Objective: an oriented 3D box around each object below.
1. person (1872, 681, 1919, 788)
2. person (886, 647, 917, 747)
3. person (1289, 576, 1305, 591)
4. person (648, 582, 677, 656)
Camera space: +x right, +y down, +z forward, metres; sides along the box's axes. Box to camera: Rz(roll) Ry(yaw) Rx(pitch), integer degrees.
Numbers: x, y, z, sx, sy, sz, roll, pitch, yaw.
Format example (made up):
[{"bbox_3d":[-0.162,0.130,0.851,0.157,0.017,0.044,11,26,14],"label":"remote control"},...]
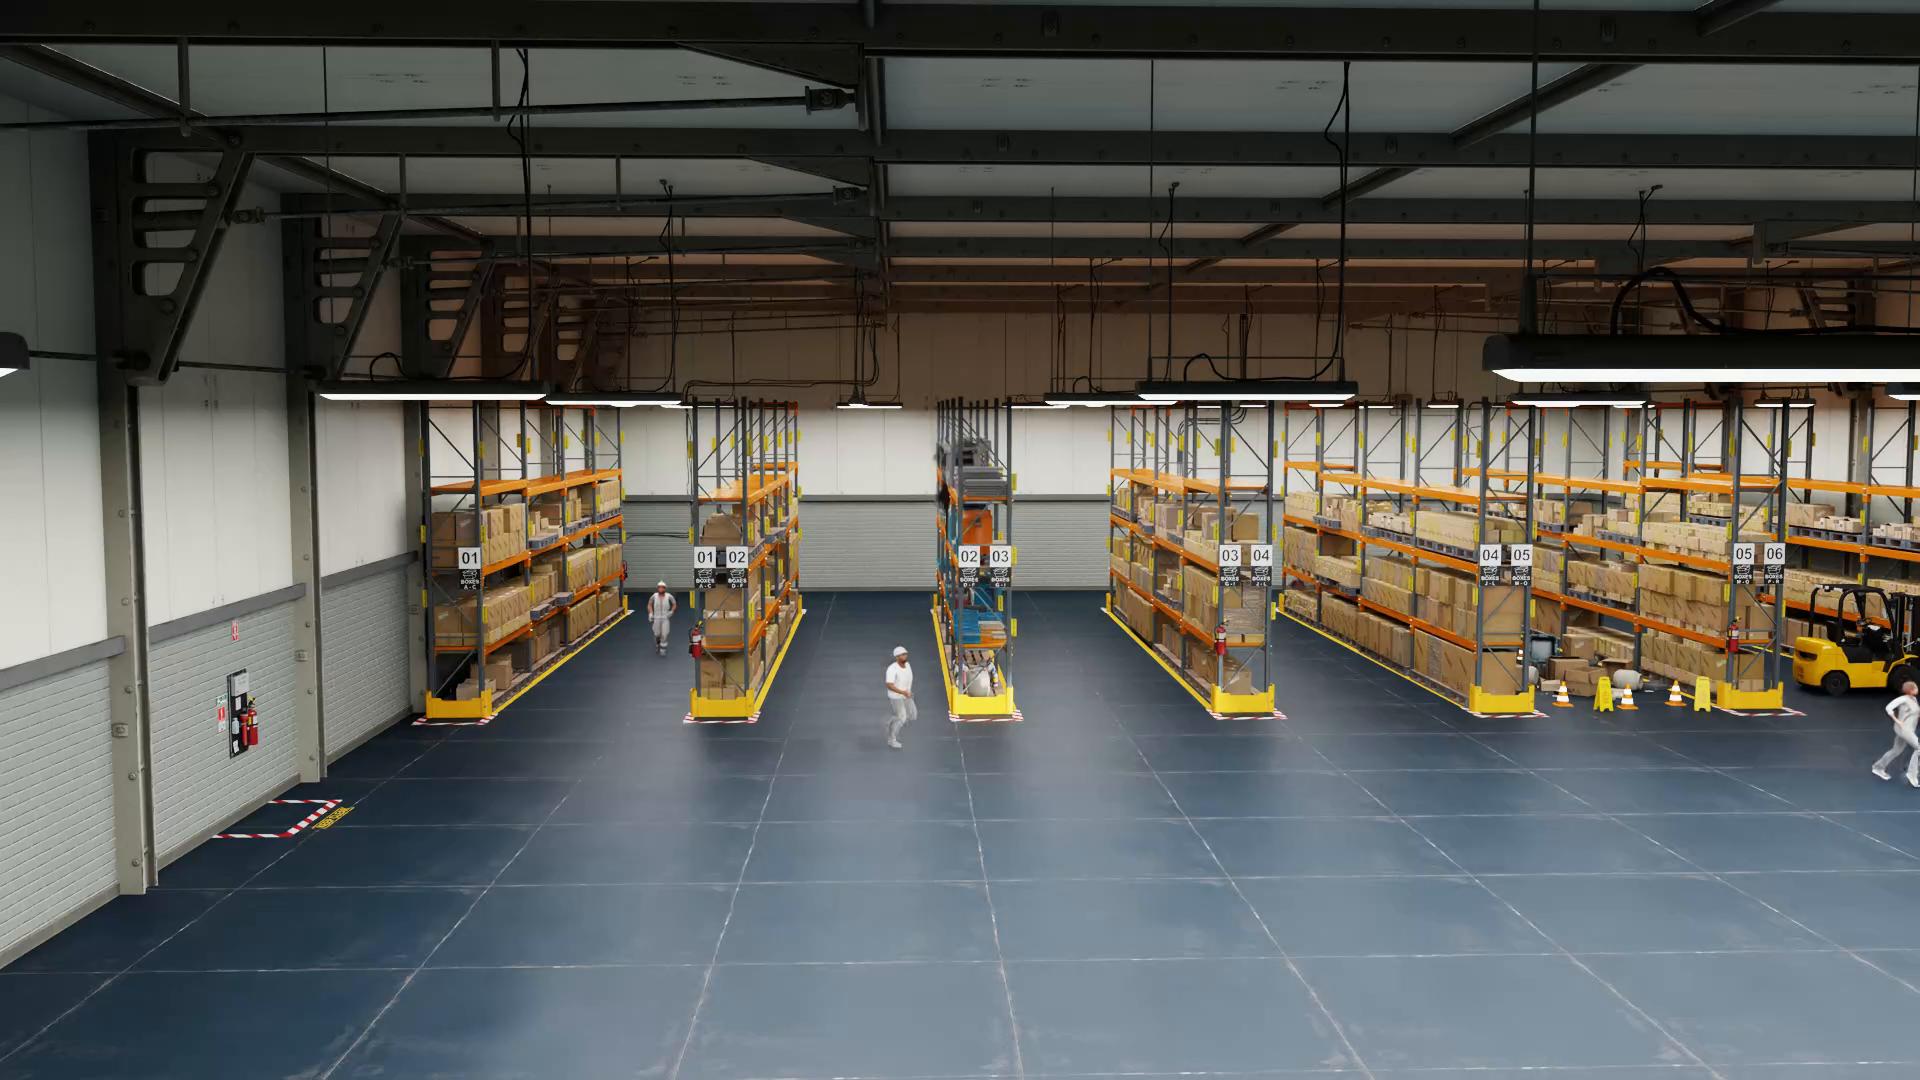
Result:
[{"bbox_3d":[14.470,2.964,25.558,0.753,1.618,0.516,4,6,38],"label":"person"},{"bbox_3d":[-0.991,2.674,28.428,0.642,1.723,0.729,3,5,34],"label":"person"},{"bbox_3d":[10.009,1.128,48.939,0.674,1.663,0.611,1,5,17],"label":"person"},{"bbox_3d":[-6.950,1.848,38.842,0.668,1.749,0.583,-1,4,-8],"label":"person"}]
